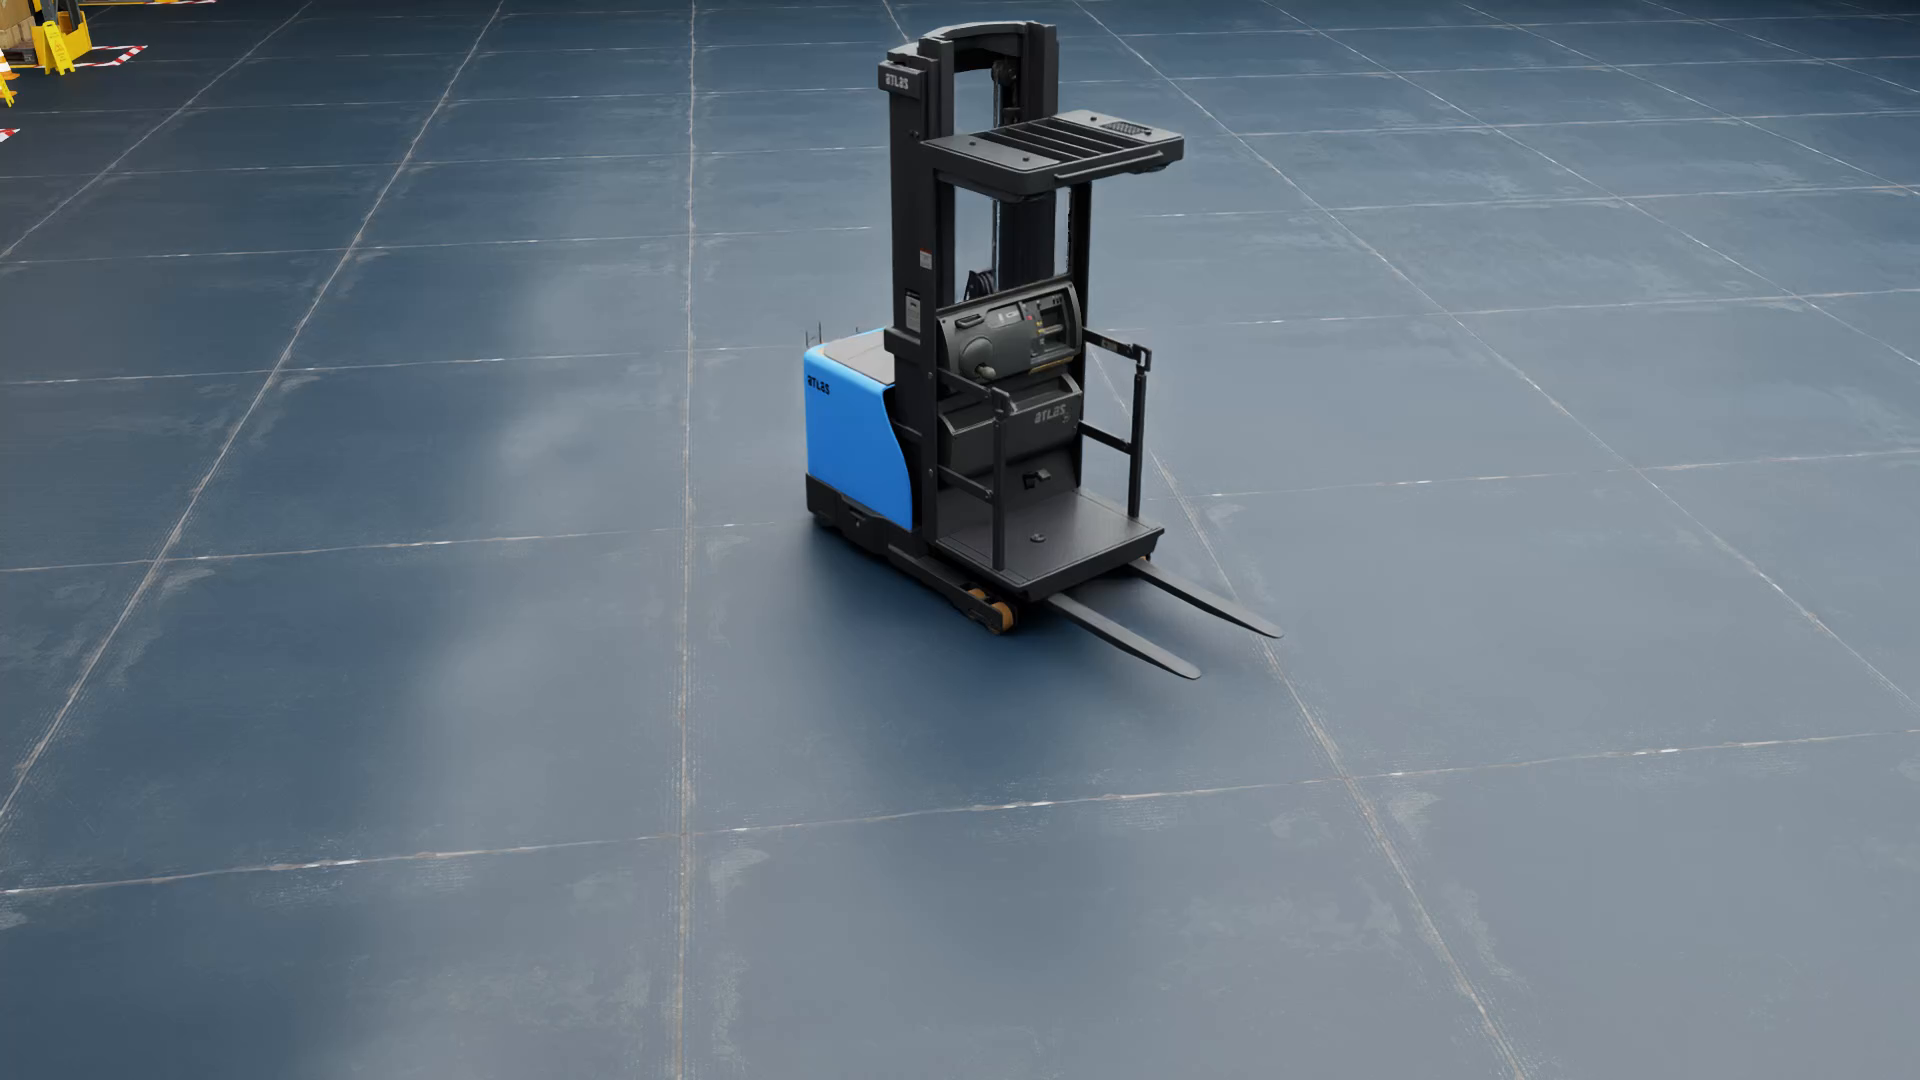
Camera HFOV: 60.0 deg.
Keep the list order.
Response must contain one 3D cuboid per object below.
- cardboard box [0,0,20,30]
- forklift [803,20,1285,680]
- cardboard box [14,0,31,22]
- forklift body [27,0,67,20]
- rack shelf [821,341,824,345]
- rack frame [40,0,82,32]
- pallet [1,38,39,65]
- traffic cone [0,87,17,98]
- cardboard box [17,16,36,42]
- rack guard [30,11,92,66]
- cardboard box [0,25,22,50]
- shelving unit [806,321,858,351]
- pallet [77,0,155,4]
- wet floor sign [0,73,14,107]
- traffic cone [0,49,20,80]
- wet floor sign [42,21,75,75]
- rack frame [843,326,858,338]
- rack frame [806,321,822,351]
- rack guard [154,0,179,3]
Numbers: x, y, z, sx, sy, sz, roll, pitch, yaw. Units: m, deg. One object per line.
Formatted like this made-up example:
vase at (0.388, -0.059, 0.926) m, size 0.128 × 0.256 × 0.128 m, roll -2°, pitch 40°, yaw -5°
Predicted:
cardboard box at (-12.755, -6.992, 21.822) m, size 0.500 × 0.500 × 0.500 m, roll -4°, pitch 27°, yaw -7°
forklift at (0.410, -1.067, 8.619) m, size 1.130 × 2.935 × 3.031 m, roll -21°, pitch 34°, yaw -35°
cardboard box at (-12.859, -7.233, 22.292) m, size 0.500 × 0.500 × 0.500 m, roll -5°, pitch 28°, yaw -9°
forklift body at (-14.317, -8.785, 24.515) m, size 1.214 × 2.155 × 2.313 m, roll -4°, pitch 27°, yaw -7°
rack shelf at (-0.764, -1.033, 10.011) m, size 0.240 × 0.259 × 0.215 m, roll 10°, pitch 28°, yaw 18°
rack frame at (-11.998, -7.864, 21.791) m, size 0.127 × 3.000 × 1.000 m, roll -4°, pitch 27°, yaw -7°
pallet at (-12.883, -6.583, 22.348) m, size 1.213 × 0.211 × 1.003 m, roll -4°, pitch 27°, yaw -7°
traffic cone at (-11.753, -5.645, 20.244) m, size 0.334 × 0.463 × 0.336 m, roll -4°, pitch 27°, yaw -7°
cardboard box at (-12.836, -6.901, 22.466) m, size 0.500 × 0.250 × 0.500 m, roll -4°, pitch 27°, yaw -8°
rack guard at (-12.073, -6.747, 22.352) m, size 0.348 × 0.500 × 1.175 m, roll -4°, pitch 27°, yaw -7°
cardboard box at (-12.785, -6.653, 21.982) m, size 0.500 × 0.250 × 0.500 m, roll -4°, pitch 27°, yaw -7°
shelving unit at (-0.765, -0.788, 10.131) m, size 0.252 × 1.050 × 0.215 m, roll 10°, pitch 28°, yaw 18°
pallet at (-13.445, -8.800, 26.668) m, size 1.213 × 0.211 × 1.003 m, roll -4°, pitch 27°, yaw -7°
wet floor sign at (-11.456, -5.482, 19.728) m, size 0.232 × 0.644 × 0.267 m, roll -8°, pitch 28°, yaw -16°
traffic cone at (-12.244, -6.125, 21.180) m, size 0.334 × 0.463 × 0.336 m, roll -4°, pitch 27°, yaw -7°
wet floor sign at (-11.661, -6.345, 21.409) m, size 0.232 × 0.644 × 0.267 m, roll 6°, pitch 28°, yaw 11°
rack frame at (-0.651, -0.768, 10.093) m, size 0.008 × 1.050 × 0.200 m, roll 10°, pitch 28°, yaw 18°
rack frame at (-0.879, -0.808, 10.170) m, size 0.008 × 1.050 × 0.200 m, roll 10°, pitch 28°, yaw 18°
rack guard at (-12.670, -8.997, 26.737) m, size 0.348 × 0.500 × 1.175 m, roll -4°, pitch 27°, yaw -7°
